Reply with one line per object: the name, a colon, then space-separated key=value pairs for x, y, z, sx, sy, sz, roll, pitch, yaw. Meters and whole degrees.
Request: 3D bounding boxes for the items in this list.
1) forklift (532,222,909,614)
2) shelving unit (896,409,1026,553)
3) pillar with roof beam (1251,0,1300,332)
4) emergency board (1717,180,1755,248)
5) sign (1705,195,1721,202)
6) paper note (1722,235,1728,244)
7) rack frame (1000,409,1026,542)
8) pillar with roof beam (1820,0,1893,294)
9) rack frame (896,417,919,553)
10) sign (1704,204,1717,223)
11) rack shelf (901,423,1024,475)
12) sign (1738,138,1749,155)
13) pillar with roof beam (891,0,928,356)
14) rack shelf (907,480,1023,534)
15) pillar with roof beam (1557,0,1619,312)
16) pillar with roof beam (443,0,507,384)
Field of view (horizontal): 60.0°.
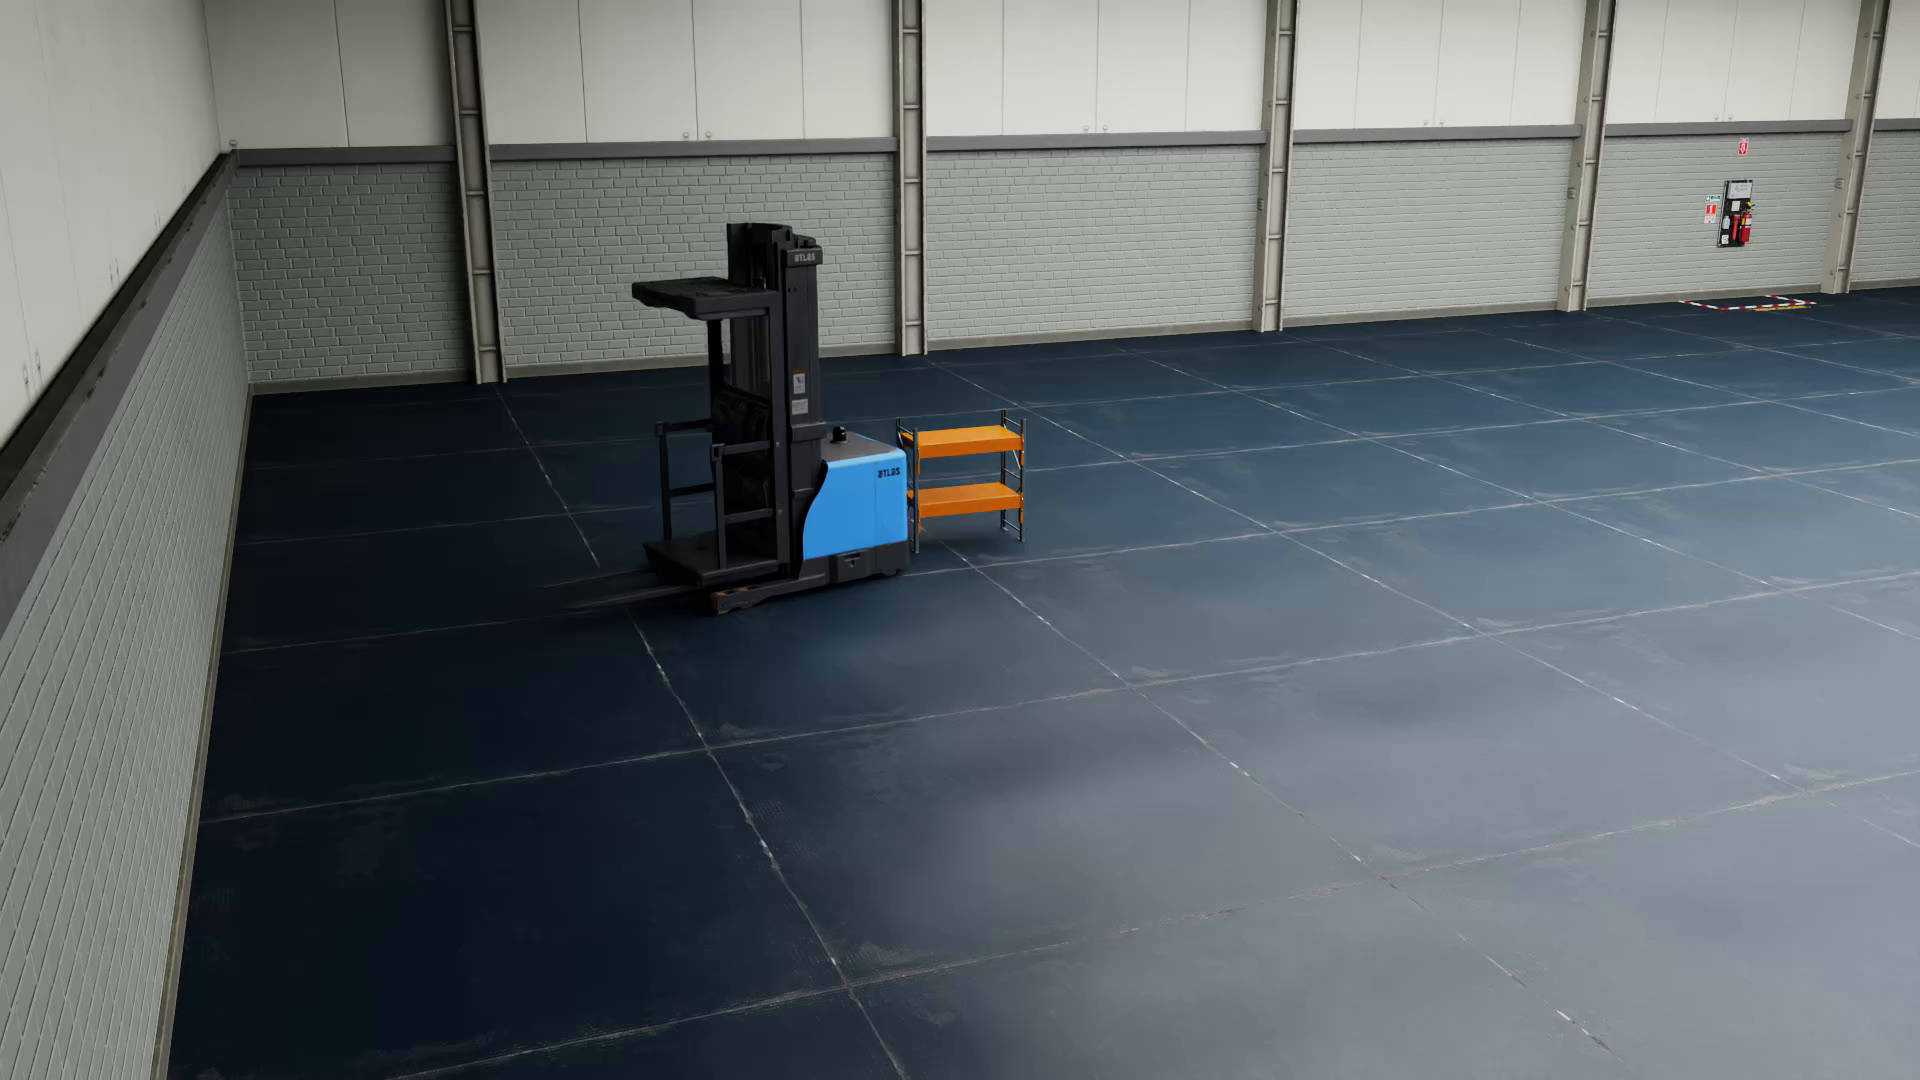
forklift: x=-1.932 y=-0.995 z=13.283 sx=3.031 sy=2.935 sz=1.130 roll=-11 pitch=20 yaw=-33
shelving unit: x=0.006 y=-0.540 z=14.942 sx=1.048 sy=1.125 sz=0.538 roll=-6 pitch=17 yaw=-20
pillar with roof beam: x=6.429 y=-6.535 z=21.379 sx=0.400 sy=9.000 sz=9.100 roll=-6 pitch=17 yaw=-20
emergency board: x=13.772 y=-5.760 z=29.387 sx=0.643 sy=1.169 sz=0.194 roll=-6 pitch=17 yaw=-20
sign: x=13.227 y=-6.000 z=29.204 sx=0.331 sy=0.109 sz=0.001 roll=-6 pitch=17 yaw=-20
paper note: x=13.582 y=-5.337 z=29.513 sx=0.142 sy=0.148 sz=0.016 roll=-6 pitch=17 yaw=-20
rack frame: x=0.481 y=-0.592 z=15.117 sx=0.032 sy=1.125 sz=0.500 roll=-6 pitch=17 yaw=-20
pillar with roof beam: x=17.634 y=-7.744 z=25.499 sx=0.400 sy=9.000 sz=9.100 roll=-6 pitch=17 yaw=-20
rack frame: x=-0.468 y=-0.489 z=14.768 sx=0.032 sy=1.125 sz=0.500 roll=-6 pitch=17 yaw=-20
sign: x=13.219 y=-5.748 z=29.285 sx=0.234 sy=0.329 sz=0.001 roll=-6 pitch=17 yaw=-20
rack shelf: x=0.006 y=-0.821 z=14.860 sx=1.000 sy=0.278 sz=0.538 roll=-6 pitch=17 yaw=-20
sign: x=13.729 y=-6.897 z=29.147 sx=0.199 sy=0.298 sz=0.001 roll=-6 pitch=17 yaw=-20
pillar with roof beam: x=0.826 y=-5.930 z=19.320 sx=0.400 sy=9.000 sz=9.100 roll=-6 pitch=17 yaw=-20
rack shelf: x=0.006 y=-0.306 z=15.011 sx=1.000 sy=0.278 sz=0.538 roll=-6 pitch=17 yaw=-20
pillar with roof beam: x=12.031 y=-7.139 z=23.439 sx=0.400 sy=9.000 sz=9.100 roll=-6 pitch=17 yaw=-20
pillar with roof beam: x=-4.777 y=-5.325 z=17.260 sx=0.400 sy=9.000 sz=9.100 roll=-6 pitch=17 yaw=-20
